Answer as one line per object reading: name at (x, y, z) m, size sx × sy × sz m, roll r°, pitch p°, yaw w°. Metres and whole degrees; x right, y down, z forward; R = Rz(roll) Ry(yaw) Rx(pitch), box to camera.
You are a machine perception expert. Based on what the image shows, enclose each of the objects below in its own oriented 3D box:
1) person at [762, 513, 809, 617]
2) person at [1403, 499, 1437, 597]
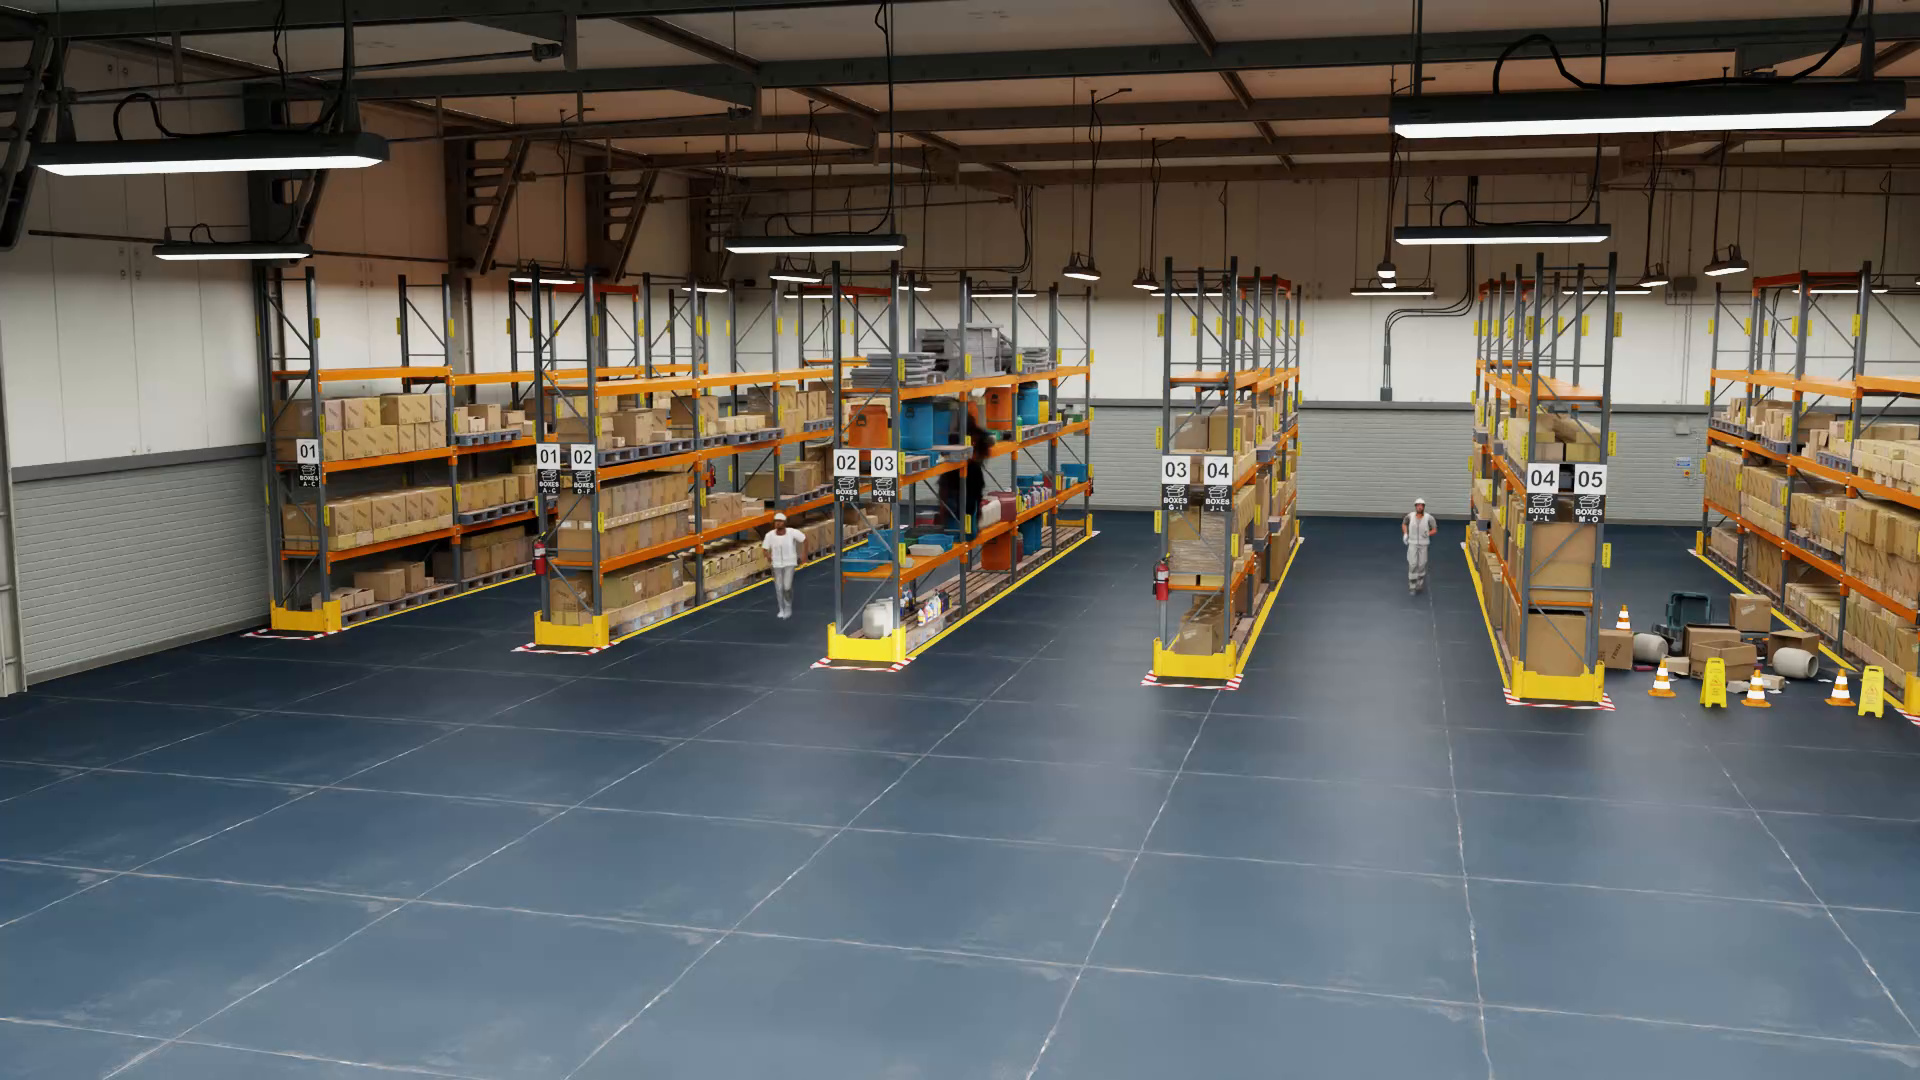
person at (-2.858, 0.425, 27.042) m, size 0.726 × 1.738 × 0.749 m, roll 1°, pitch 7°, yaw 7°
person at (8.668, 0.120, 31.411) m, size 0.640 × 1.820 × 0.846 m, roll 2°, pitch 8°, yaw 17°
